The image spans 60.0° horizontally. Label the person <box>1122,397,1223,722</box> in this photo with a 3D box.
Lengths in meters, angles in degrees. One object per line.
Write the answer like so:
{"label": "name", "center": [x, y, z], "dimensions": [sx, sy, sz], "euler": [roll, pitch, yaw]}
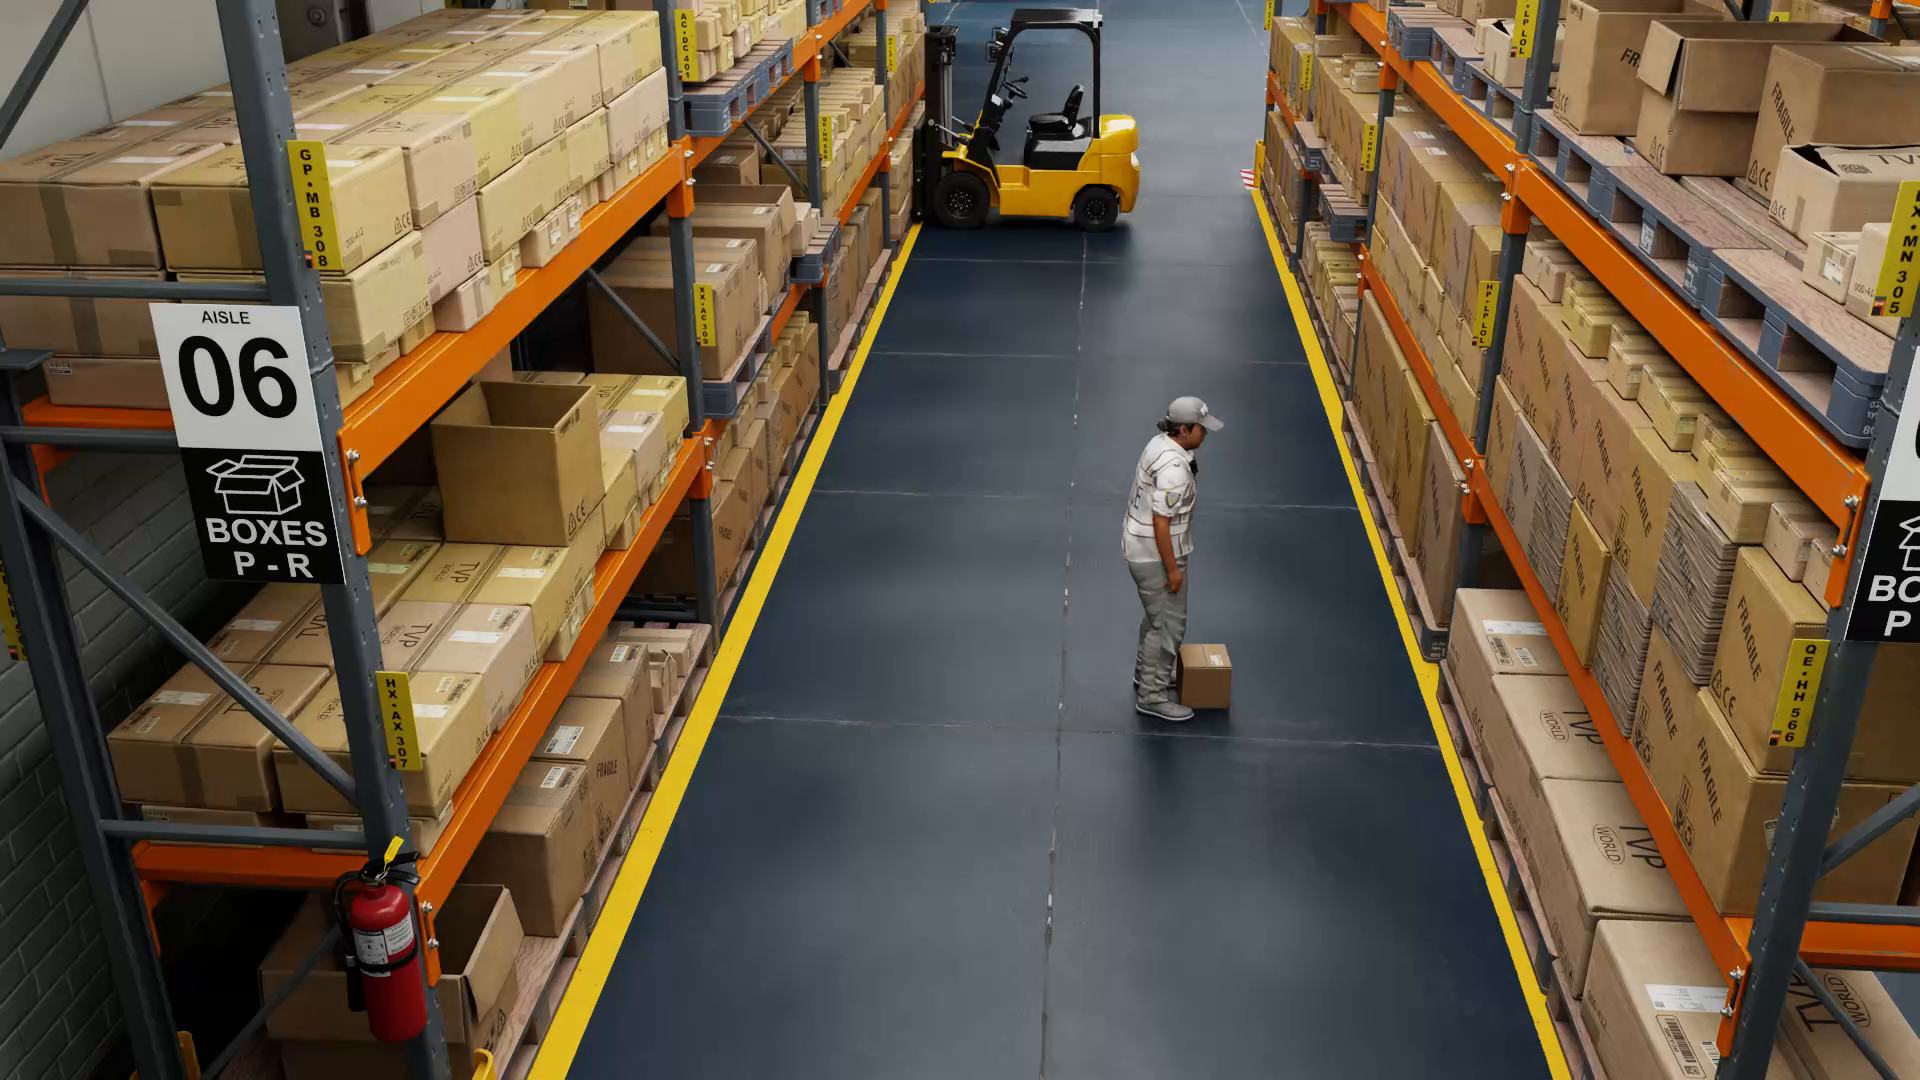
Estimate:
{"label": "person", "center": [1.059, 0.069, 8.447], "dimensions": [0.467, 1.666, 0.541], "euler": [2, 25, 4]}
